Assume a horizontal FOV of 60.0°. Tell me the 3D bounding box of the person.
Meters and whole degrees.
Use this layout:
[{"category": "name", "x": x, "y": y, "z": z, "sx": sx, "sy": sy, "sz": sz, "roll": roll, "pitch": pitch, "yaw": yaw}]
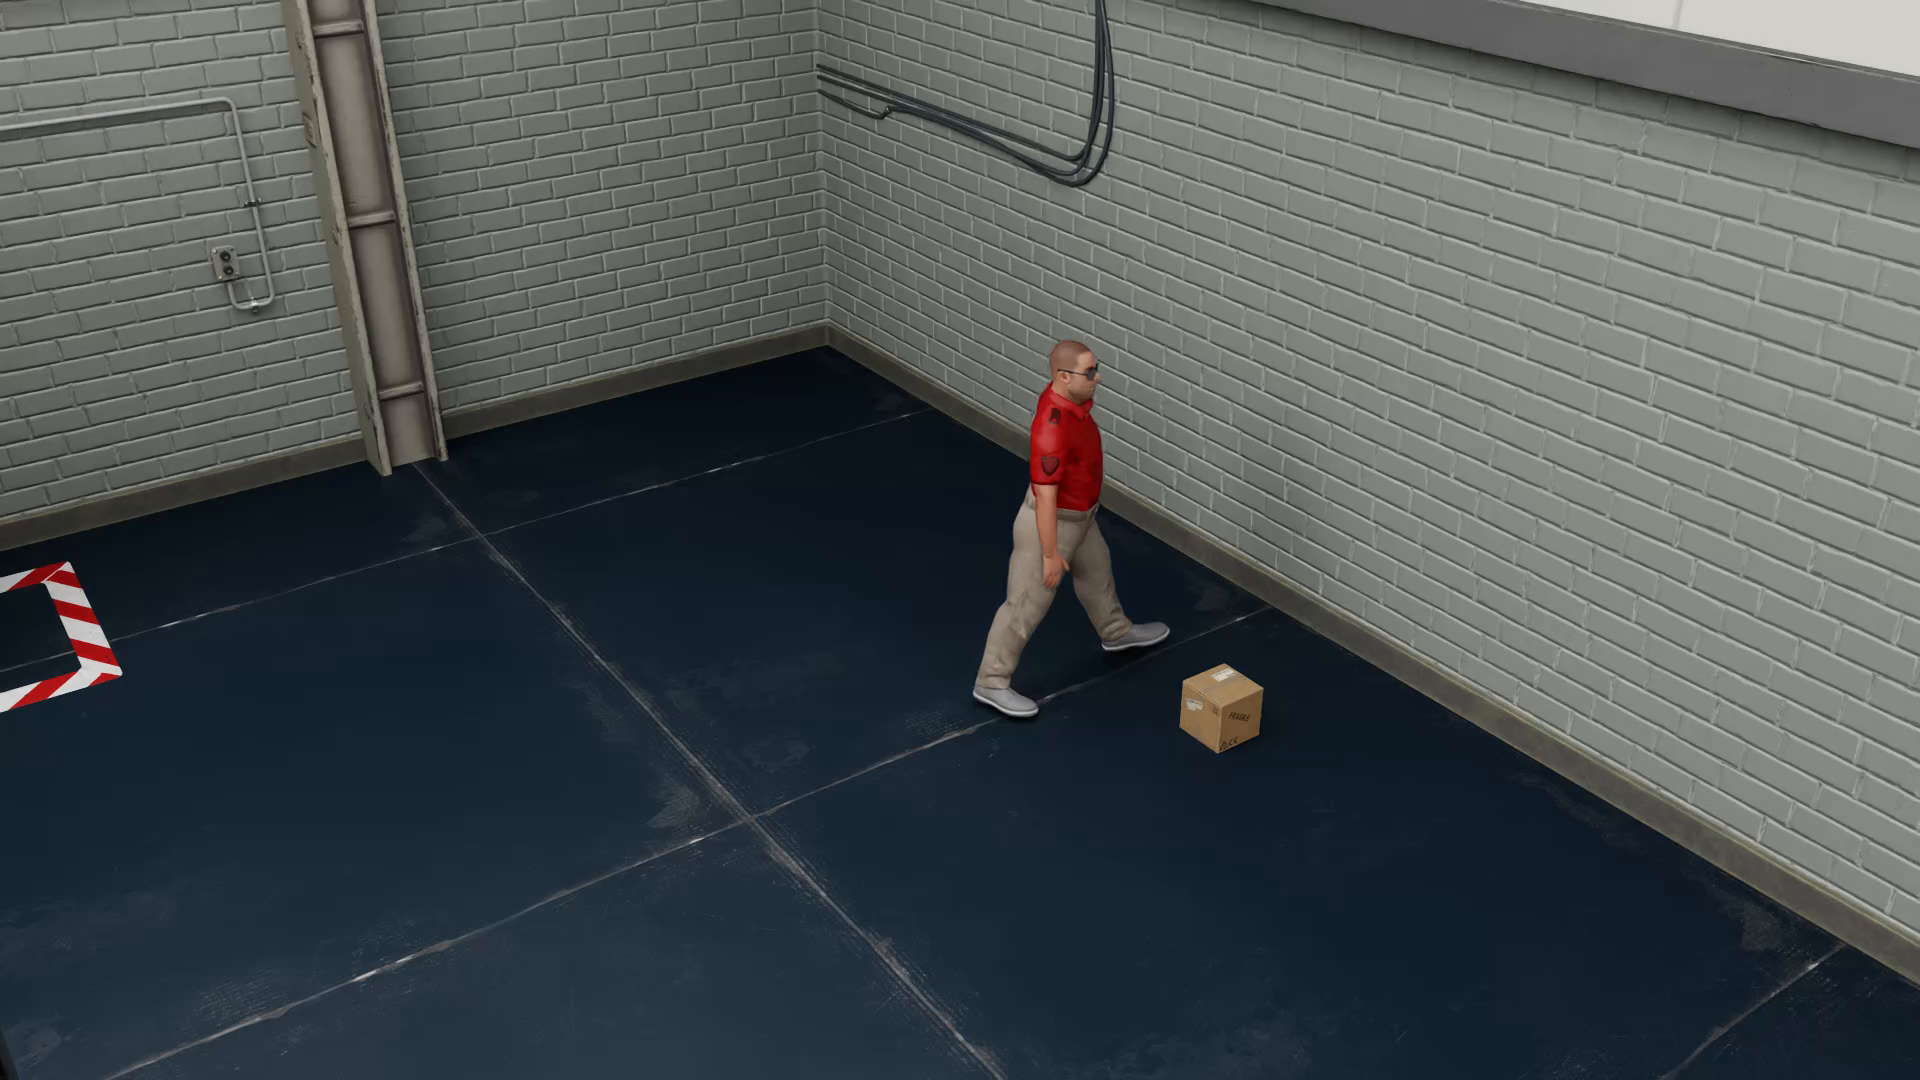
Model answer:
[{"category": "person", "x": 0.519, "y": -0.099, "z": 7.318, "sx": 0.841, "sy": 1.688, "sz": 0.767, "roll": 5, "pitch": 29, "yaw": 10}]
